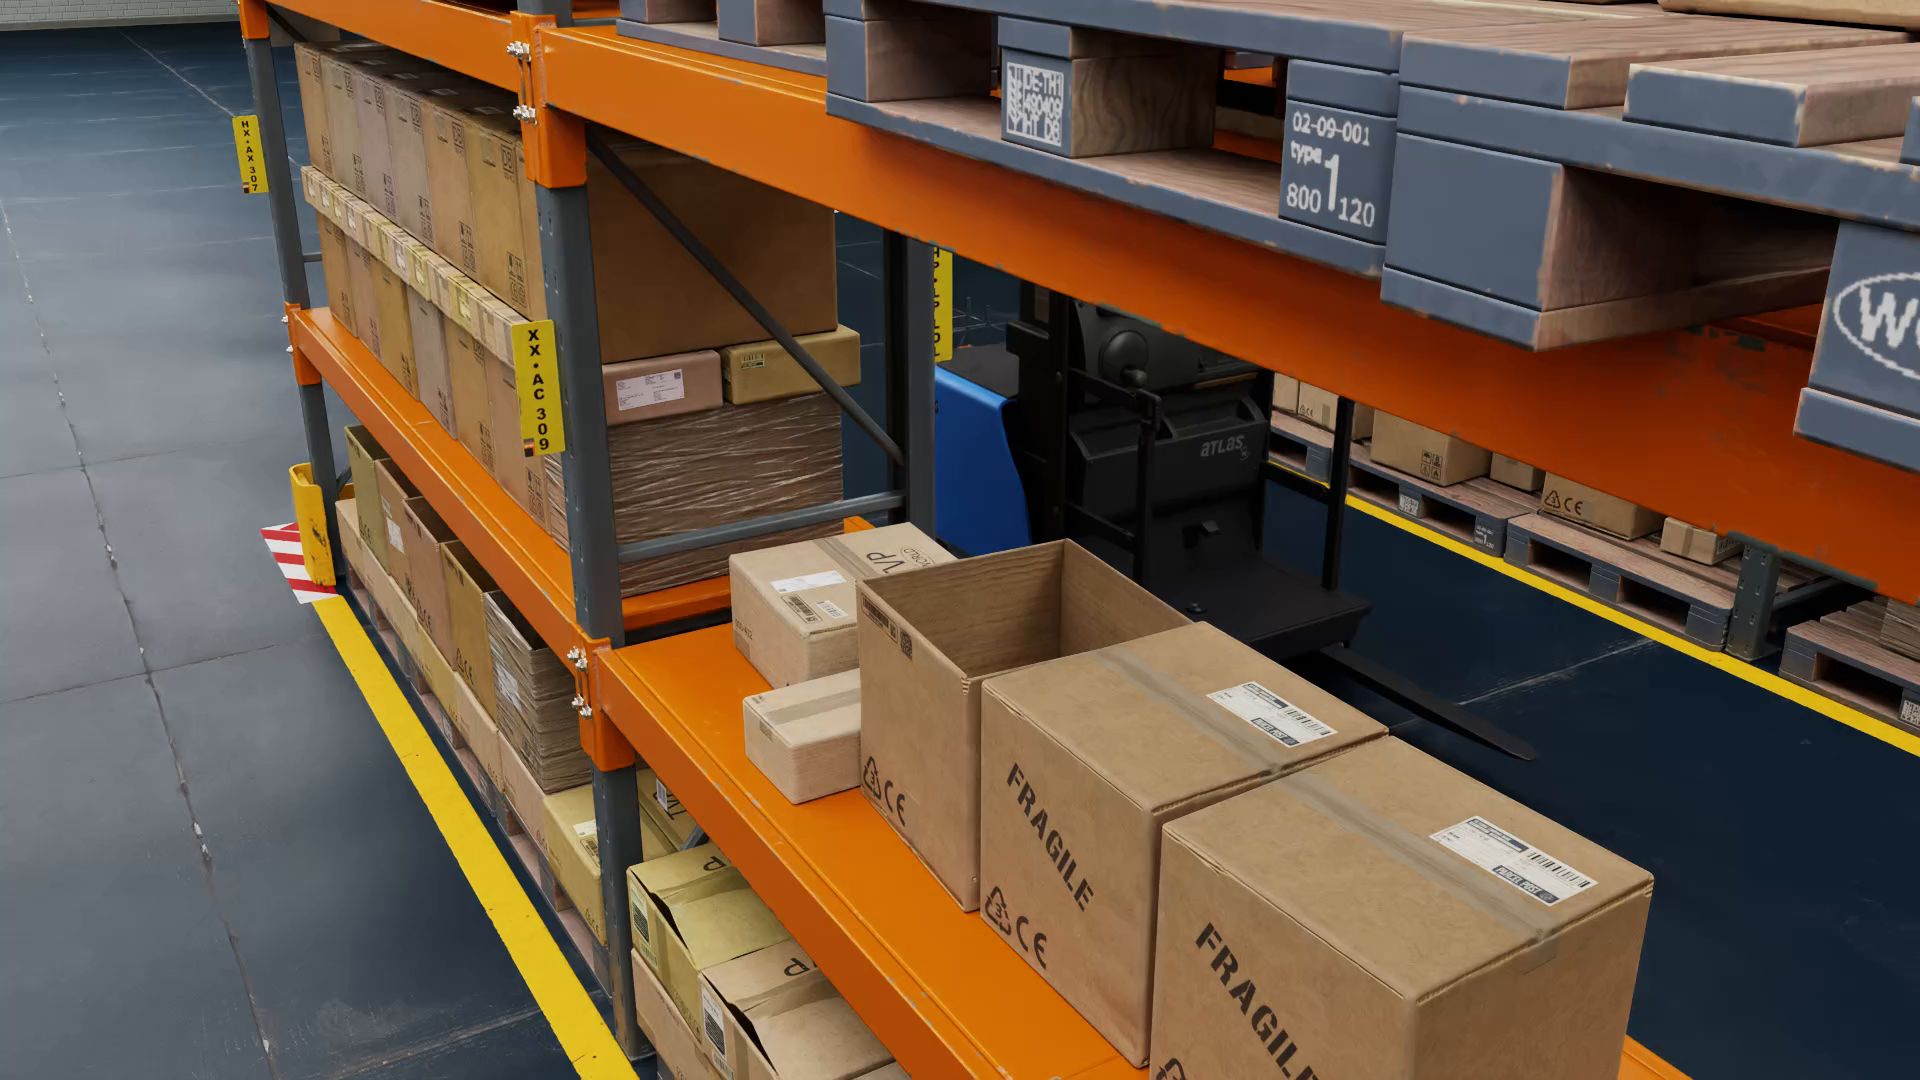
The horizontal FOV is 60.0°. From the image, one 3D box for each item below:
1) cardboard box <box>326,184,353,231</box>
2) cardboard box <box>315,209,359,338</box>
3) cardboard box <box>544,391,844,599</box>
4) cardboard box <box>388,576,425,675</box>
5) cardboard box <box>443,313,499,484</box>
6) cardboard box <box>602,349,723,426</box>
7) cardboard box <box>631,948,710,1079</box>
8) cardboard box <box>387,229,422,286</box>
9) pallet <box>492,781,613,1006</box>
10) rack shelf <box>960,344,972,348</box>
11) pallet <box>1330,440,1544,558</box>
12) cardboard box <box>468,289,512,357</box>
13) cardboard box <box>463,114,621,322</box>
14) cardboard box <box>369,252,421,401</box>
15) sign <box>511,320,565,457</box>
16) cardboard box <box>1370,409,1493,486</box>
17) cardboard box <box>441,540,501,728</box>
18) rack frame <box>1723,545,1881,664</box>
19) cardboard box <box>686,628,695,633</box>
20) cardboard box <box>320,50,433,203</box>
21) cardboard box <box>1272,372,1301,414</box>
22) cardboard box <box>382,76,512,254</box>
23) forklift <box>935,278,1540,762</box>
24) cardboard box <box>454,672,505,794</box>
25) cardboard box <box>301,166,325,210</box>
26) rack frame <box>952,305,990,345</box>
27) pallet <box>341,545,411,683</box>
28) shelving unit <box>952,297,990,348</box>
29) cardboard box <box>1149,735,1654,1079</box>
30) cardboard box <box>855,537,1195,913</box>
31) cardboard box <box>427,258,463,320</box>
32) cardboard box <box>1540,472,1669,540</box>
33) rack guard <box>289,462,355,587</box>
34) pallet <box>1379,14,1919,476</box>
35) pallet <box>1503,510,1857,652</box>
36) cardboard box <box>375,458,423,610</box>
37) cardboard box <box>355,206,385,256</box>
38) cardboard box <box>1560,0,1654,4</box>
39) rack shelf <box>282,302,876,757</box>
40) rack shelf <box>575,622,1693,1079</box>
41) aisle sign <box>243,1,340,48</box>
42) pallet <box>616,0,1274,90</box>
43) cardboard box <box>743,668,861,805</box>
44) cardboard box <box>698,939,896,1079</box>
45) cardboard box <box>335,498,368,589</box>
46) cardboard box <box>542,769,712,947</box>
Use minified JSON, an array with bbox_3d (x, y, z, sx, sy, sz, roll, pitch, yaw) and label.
[{"bbox_3d":[-2.291,-1.336,6.619,0.380,0.149,0.250,-12,25,-28],"label":"cardboard box"},{"bbox_3d":[-2.342,-1.216,7.186,0.700,0.500,0.500,-13,25,-28],"label":"cardboard box"},{"bbox_3d":[-0.759,-0.217,4.729,0.700,0.500,0.500,-13,26,-30],"label":"cardboard box"},{"bbox_3d":[-1.973,0.296,6.694,0.500,0.250,0.500,-13,25,-28],"label":"cardboard box"},{"bbox_3d":[-1.286,-0.550,5.547,0.700,0.500,0.500,-12,25,-27],"label":"cardboard box"},{"bbox_3d":[-0.850,-0.422,4.372,0.380,0.149,0.250,-13,25,-28],"label":"cardboard box"},{"bbox_3d":[-0.533,1.229,4.398,0.500,0.250,0.500,-13,26,-29],"label":"cardboard box"},{"bbox_3d":[-1.770,-1.004,5.803,0.380,0.149,0.250,-12,25,-28],"label":"cardboard box"},{"bbox_3d":[-0.897,0.998,5.576,1.003,0.211,1.213,-13,25,-28],"label":"pallet"},{"bbox_3d":[-0.007,-0.853,7.978,0.258,0.103,0.180,-13,25,-28],"label":"rack shelf"},{"bbox_3d":[2.730,-0.296,8.760,1.003,0.211,1.213,-13,25,-28],"label":"pallet"},{"bbox_3d":[-1.245,-0.671,4.986,0.380,0.149,0.250,-13,25,-28],"label":"cardboard box"},{"bbox_3d":[-1.018,-0.981,4.887,0.700,0.500,0.500,-13,25,-28],"label":"cardboard box"},{"bbox_3d":[-1.821,-0.885,6.372,0.700,0.500,0.500,-12,25,-28],"label":"cardboard box"},{"bbox_3d":[-1.003,-0.359,3.956,0.100,0.325,0.005,-13,25,-28],"label":"sign"},{"bbox_3d":[2.586,-0.650,8.662,0.700,0.500,0.500,-14,26,-32],"label":"cardboard box"},{"bbox_3d":[-1.455,0.270,5.761,0.500,0.500,0.500,-13,25,-28],"label":"cardboard box"},{"bbox_3d":[3.730,-0.982,6.745,1.000,3.000,0.127,-13,25,-28],"label":"rack frame"},{"bbox_3d":[-0.756,0.333,5.607,0.500,0.500,0.500,-13,25,-28],"label":"cardboard box"},{"bbox_3d":[-2.042,-1.631,6.484,0.700,0.500,0.500,-13,26,-30],"label":"cardboard box"},{"bbox_3d":[1.963,-0.994,9.760,0.500,0.311,0.500,-16,27,-34],"label":"cardboard box"},{"bbox_3d":[-1.528,-1.305,5.684,0.700,0.500,0.500,-13,25,-28],"label":"cardboard box"},{"bbox_3d":[0.962,-0.810,6.411,1.130,2.935,3.031,-13,26,-29],"label":"forklift"},{"bbox_3d":[-1.466,0.620,5.896,0.500,0.250,0.500,-13,25,-28],"label":"cardboard box"},{"bbox_3d":[-2.554,-1.501,7.028,0.380,0.149,0.250,-13,25,-29],"label":"cardboard box"},{"bbox_3d":[0.039,-0.531,8.024,0.240,1.200,0.006,-13,25,-28],"label":"rack frame"},{"bbox_3d":[-2.143,0.208,7.519,1.003,0.211,1.213,-13,25,-28],"label":"pallet"},{"bbox_3d":[-0.007,-0.561,8.097,0.258,1.200,0.189,-13,25,-28],"label":"shelving unit"},{"bbox_3d":[0.646,0.680,2.522,0.500,0.500,0.500,-14,26,-31],"label":"cardboard box"},{"bbox_3d":[0.121,0.348,3.340,0.500,0.500,0.500,-11,24,-24],"label":"cardboard box"},{"bbox_3d":[-1.497,-0.833,5.384,0.380,0.149,0.250,-12,25,-27],"label":"cardboard box"},{"bbox_3d":[3.166,-0.356,7.940,0.500,0.500,0.500,-15,26,-32],"label":"cardboard box"},{"bbox_3d":[-2.582,-0.173,8.073,1.175,0.500,0.348,-13,25,-28],"label":"rack guard"},{"bbox_3d":[1.093,-0.238,1.181,1.213,0.211,1.003,-11,25,-26],"label":"pallet"},{"bbox_3d":[3.357,0.099,7.788,1.003,0.211,1.213,-13,25,-28],"label":"pallet"},{"bbox_3d":[-1.963,-0.054,6.559,0.500,0.500,0.500,-13,25,-28],"label":"cardboard box"},{"bbox_3d":[-2.026,-1.168,6.206,0.380,0.149,0.250,-14,26,-30],"label":"cardboard box"},{"bbox_3d":[0.671,-0.738,1.801,0.500,0.250,0.500,-13,26,-29],"label":"cardboard box"},{"bbox_3d":[-1.548,-0.342,6.126,1.077,0.370,4.000,-13,25,-28],"label":"rack shelf"},{"bbox_3d":[0.495,0.952,2.940,1.077,0.370,4.000,-13,25,-28],"label":"rack shelf"},{"bbox_3d":[-2.867,-2.490,7.001,0.394,0.787,0.004,-13,25,-28],"label":"aisle sign"},{"bbox_3d":[-0.065,-1.046,3.172,0.805,0.209,1.217,-14,26,-30],"label":"pallet"},{"bbox_3d":[-0.250,0.414,3.642,0.380,0.149,0.250,-13,25,-28],"label":"cardboard box"},{"bbox_3d":[-0.278,1.136,3.882,0.500,0.311,0.500,-13,25,-29],"label":"cardboard box"},{"bbox_3d":[-2.487,-0.027,7.489,0.500,0.250,0.500,-13,25,-28],"label":"cardboard box"},{"bbox_3d":[-0.951,0.943,5.102,0.500,0.250,0.500,-13,25,-28],"label":"cardboard box"}]
